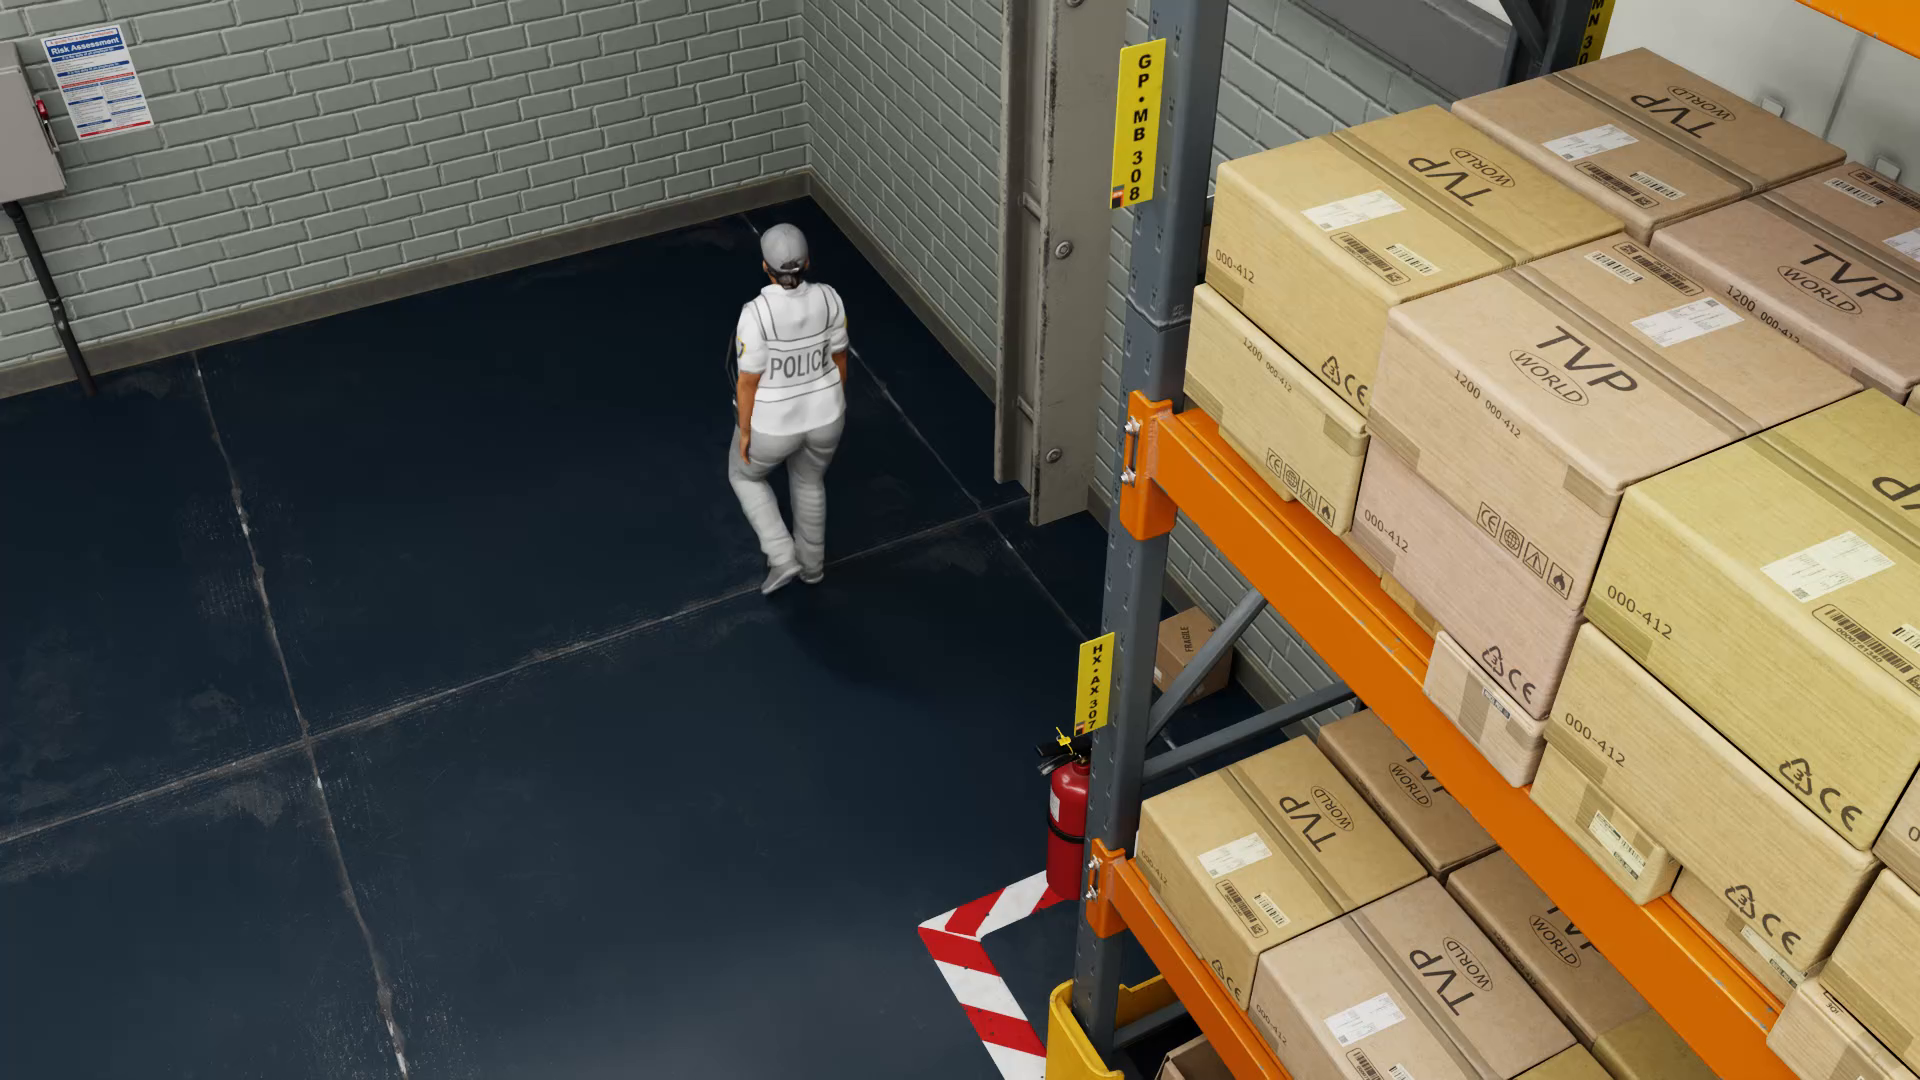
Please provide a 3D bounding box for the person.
[{"bbox_3d":[-0.666,-0.495,6.684,0.516,1.656,0.461,-21,46,-22],"label":"person"}]
